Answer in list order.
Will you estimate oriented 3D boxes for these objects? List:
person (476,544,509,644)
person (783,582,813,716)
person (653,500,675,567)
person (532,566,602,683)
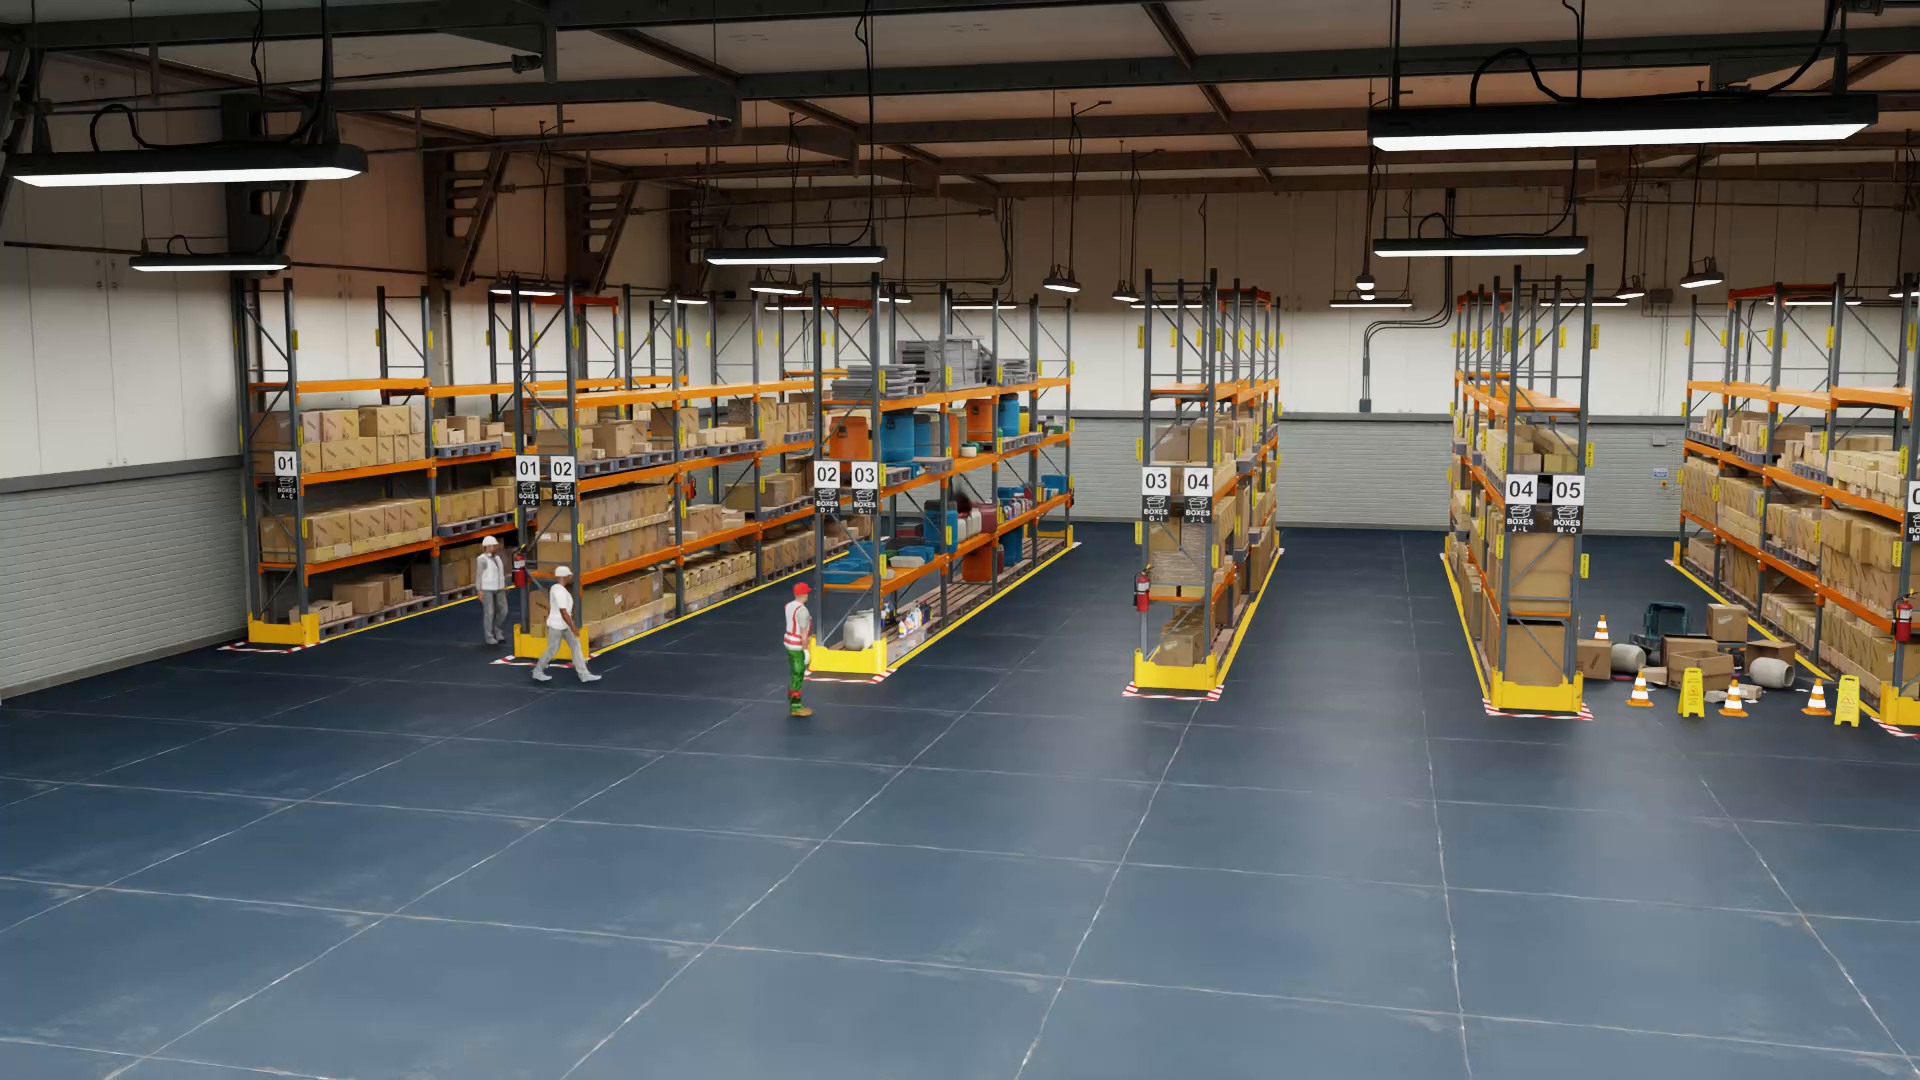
[{"bbox_3d":[-7.779,0.852,27.649,0.491,1.741,0.600,5,8,35],"label":"person"},{"bbox_3d":[-2.148,1.453,22.221,0.375,1.795,0.582,-3,8,-25],"label":"person"},{"bbox_3d":[-6.307,-0.078,35.178,0.728,1.804,0.847,2,7,15],"label":"person"},{"bbox_3d":[-5.781,1.241,24.251,1.041,1.716,0.493,3,7,20],"label":"person"}]
